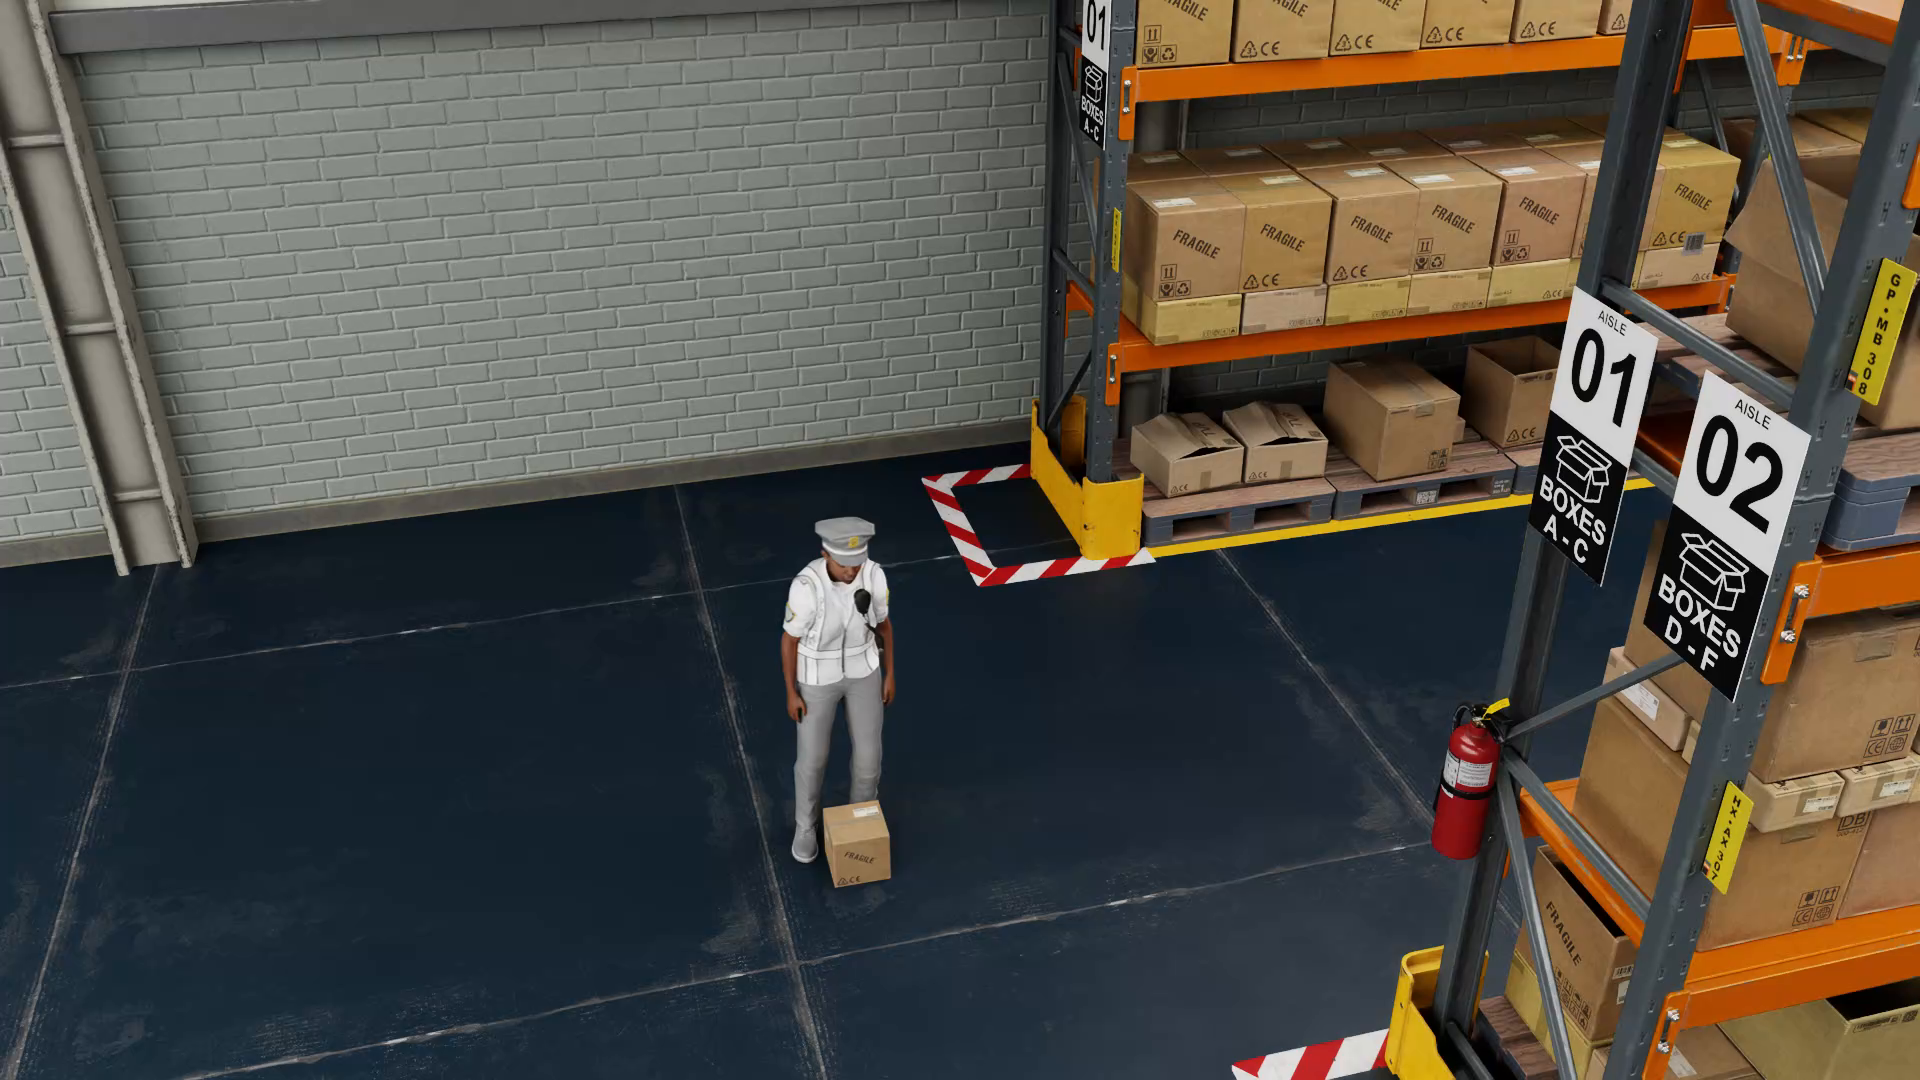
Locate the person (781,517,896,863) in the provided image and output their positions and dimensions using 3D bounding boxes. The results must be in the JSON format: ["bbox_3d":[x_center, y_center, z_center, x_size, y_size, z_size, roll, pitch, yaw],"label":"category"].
[{"bbox_3d":[-0.528,0.619,7.180,0.527,1.658,0.397,-10,32,-16],"label":"person"}]
